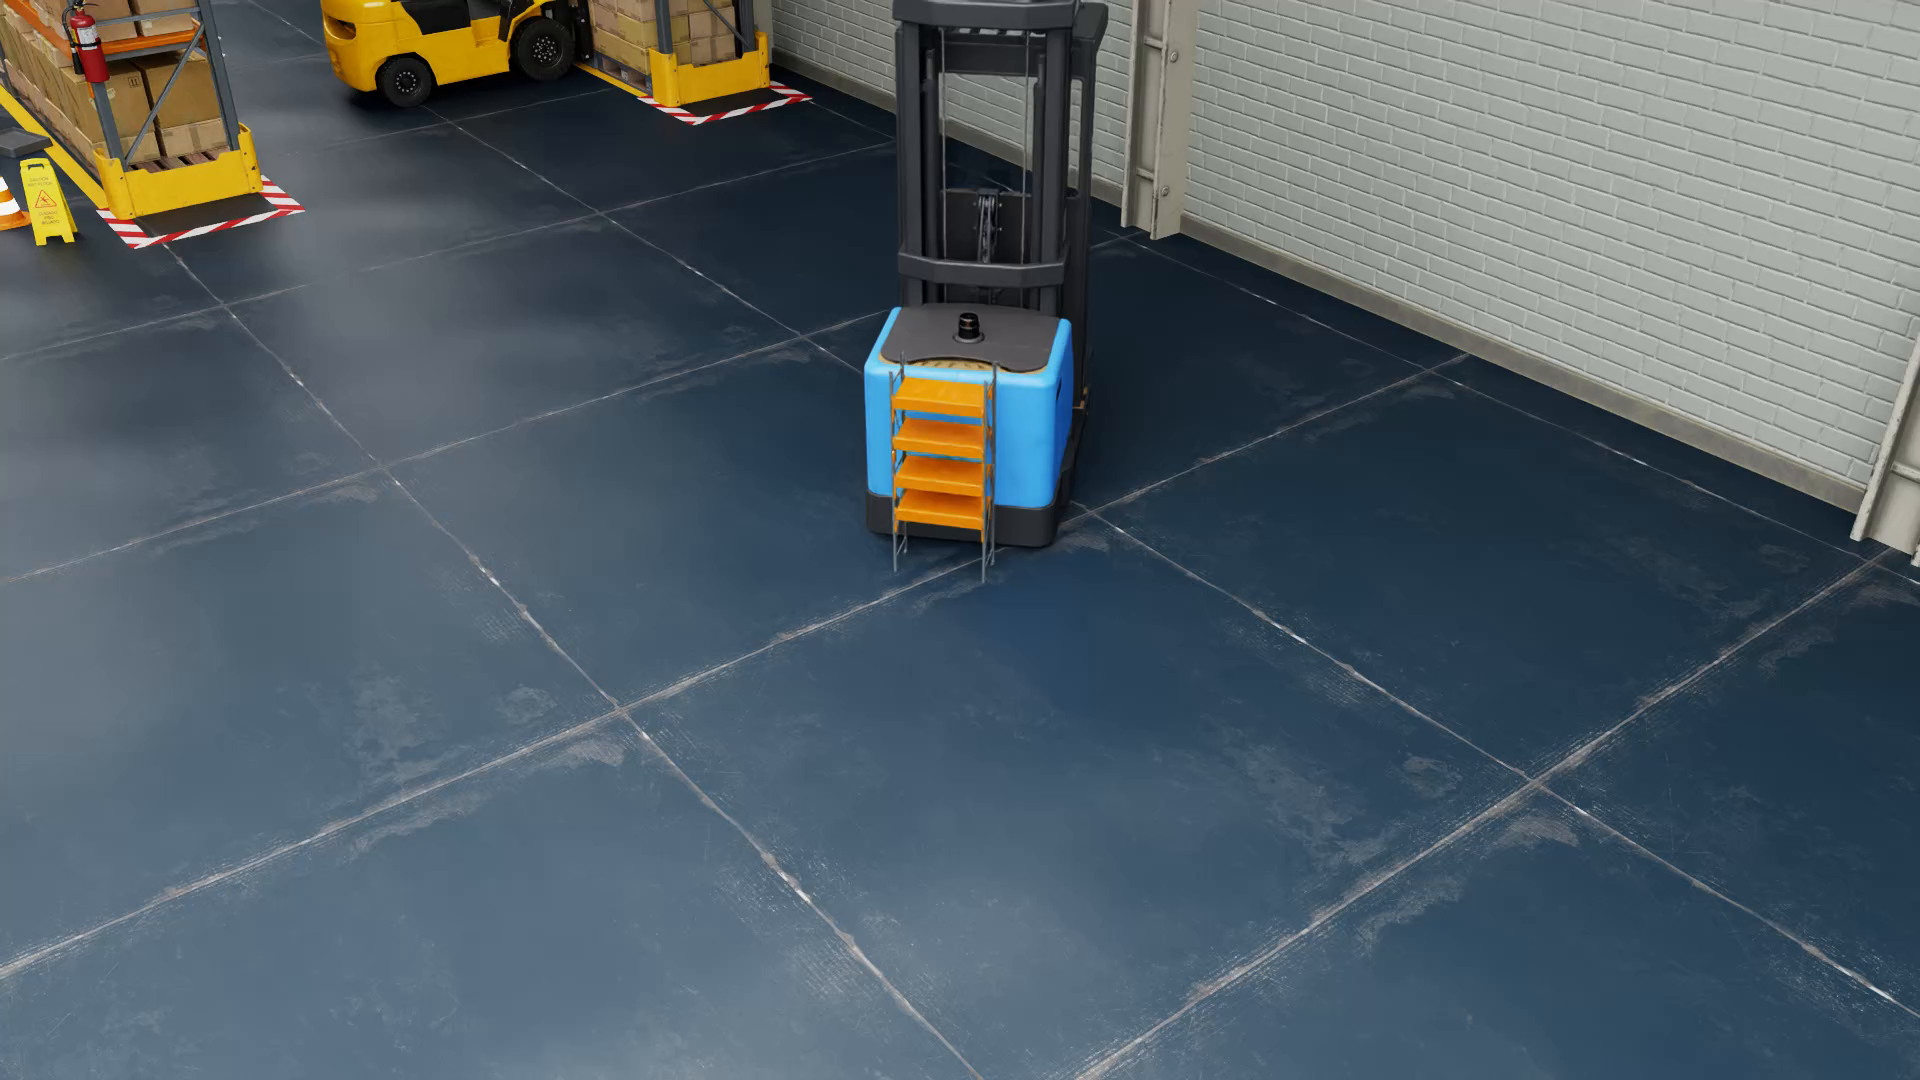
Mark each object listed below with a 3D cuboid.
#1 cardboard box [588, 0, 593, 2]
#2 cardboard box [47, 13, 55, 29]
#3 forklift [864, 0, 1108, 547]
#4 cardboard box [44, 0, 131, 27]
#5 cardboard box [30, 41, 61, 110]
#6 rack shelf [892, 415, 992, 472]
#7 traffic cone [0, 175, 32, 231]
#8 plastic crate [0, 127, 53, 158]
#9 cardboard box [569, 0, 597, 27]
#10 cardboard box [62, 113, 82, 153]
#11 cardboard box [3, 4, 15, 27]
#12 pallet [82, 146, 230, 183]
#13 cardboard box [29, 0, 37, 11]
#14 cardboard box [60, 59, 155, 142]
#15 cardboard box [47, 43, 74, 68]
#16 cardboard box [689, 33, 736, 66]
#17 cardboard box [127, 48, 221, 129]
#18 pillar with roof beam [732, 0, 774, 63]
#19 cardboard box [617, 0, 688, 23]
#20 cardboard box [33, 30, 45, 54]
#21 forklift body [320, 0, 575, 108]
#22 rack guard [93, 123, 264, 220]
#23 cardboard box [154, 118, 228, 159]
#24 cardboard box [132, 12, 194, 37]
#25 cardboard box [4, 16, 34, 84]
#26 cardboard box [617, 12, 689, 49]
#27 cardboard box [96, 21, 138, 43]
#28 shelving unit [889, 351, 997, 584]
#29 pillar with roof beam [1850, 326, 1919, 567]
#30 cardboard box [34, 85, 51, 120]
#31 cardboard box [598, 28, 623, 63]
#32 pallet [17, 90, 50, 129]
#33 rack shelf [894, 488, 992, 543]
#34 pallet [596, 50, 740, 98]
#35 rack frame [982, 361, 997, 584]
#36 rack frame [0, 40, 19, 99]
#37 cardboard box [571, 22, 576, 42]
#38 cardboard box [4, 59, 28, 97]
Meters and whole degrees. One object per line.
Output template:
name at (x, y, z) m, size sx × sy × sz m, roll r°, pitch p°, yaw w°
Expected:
cardboard box at (-3.605, -5.620, 16.716) m, size 0.500 × 0.250 × 0.500 m, roll -22°, pitch 38°, yaw -31°
cardboard box at (-7.141, -4.232, 13.459) m, size 0.380 × 0.149 × 0.250 m, roll -23°, pitch 39°, yaw -32°
forklift at (0.232, -1.972, 9.647) m, size 1.130 × 2.935 × 3.031 m, roll 5°, pitch 32°, yaw 8°
cardboard box at (-6.910, -4.374, 13.074) m, size 0.500 × 0.500 × 0.500 m, roll -23°, pitch 39°, yaw -32°
cardboard box at (-7.684, -4.076, 14.467) m, size 0.500 × 0.500 × 0.500 m, roll -23°, pitch 39°, yaw -32°
rack shelf at (-0.085, -0.500, 8.621) m, size 0.480 × 0.148 × 0.258 m, roll 7°, pitch 33°, yaw 11°
traffic cone at (-7.642, -2.753, 13.244) m, size 0.336 × 0.463 × 0.334 m, roll -22°, pitch 38°, yaw -31°
plastic crate at (-8.498, -3.576, 14.931) m, size 0.583 × 0.080 × 0.402 m, roll 18°, pitch 36°, yaw 27°
cardboard box at (-3.619, -5.421, 16.870) m, size 0.500 × 0.250 × 0.500 m, roll -23°, pitch 39°, yaw -32°
cardboard box at (-7.379, -3.547, 14.326) m, size 0.500 × 0.250 × 0.500 m, roll -22°, pitch 38°, yaw -31°
cardboard box at (-8.318, -4.722, 14.892) m, size 0.380 × 0.149 × 0.250 m, roll -21°, pitch 37°, yaw -30°
pallet at (-6.877, -3.266, 14.308) m, size 1.003 × 0.211 × 1.213 m, roll -22°, pitch 38°, yaw -31°
cardboard box at (-7.598, -4.559, 13.985) m, size 0.380 × 0.149 × 0.250 m, roll -23°, pitch 38°, yaw -32°
cardboard box at (-7.057, -3.647, 13.776) m, size 0.500 × 0.500 × 0.500 m, roll -22°, pitch 38°, yaw -31°
cardboard box at (-7.335, -4.054, 13.816) m, size 0.380 × 0.149 × 0.250 m, roll -21°, pitch 38°, yaw -30°
cardboard box at (-2.588, -4.954, 16.592) m, size 0.500 × 0.250 × 0.500 m, roll -22°, pitch 38°, yaw -31°
cardboard box at (-6.651, -3.833, 14.076) m, size 0.500 × 0.500 × 0.500 m, roll -24°, pitch 39°, yaw -33°
pillar with roof beam at (-5.557, -7.414, 12.657) m, size 9.100 × 9.000 × 0.400 m, roll -22°, pitch 38°, yaw -31°
cardboard box at (-2.970, -5.202, 16.043) m, size 0.500 × 0.250 × 0.500 m, roll -21°, pitch 37°, yaw -30°
cardboard box at (-7.647, -4.270, 14.165) m, size 0.380 × 0.149 × 0.250 m, roll -21°, pitch 37°, yaw -29°
forklift body at (-5.045, -5.516, 16.092) m, size 2.313 × 2.155 × 1.214 m, roll -22°, pitch 38°, yaw -31°
rack guard at (-6.406, -3.038, 13.668) m, size 1.175 × 0.500 × 0.348 m, roll -22°, pitch 38°, yaw -31°
cardboard box at (-6.636, -3.505, 14.258) m, size 0.500 × 0.250 × 0.500 m, roll -23°, pitch 38°, yaw -32°
cardboard box at (-6.405, -4.170, 13.360) m, size 0.380 × 0.149 × 0.250 m, roll -22°, pitch 38°, yaw -31°
cardboard box at (-8.327, -4.512, 15.169) m, size 0.500 × 0.500 × 0.500 m, roll -21°, pitch 37°, yaw -30°
cardboard box at (-2.987, -5.000, 16.192) m, size 0.500 × 0.250 × 0.500 m, roll -23°, pitch 38°, yaw -32°
cardboard box at (-6.758, -4.049, 13.164) m, size 0.380 × 0.149 × 0.250 m, roll -21°, pitch 37°, yaw -30°
shelving unit at (-0.085, -0.367, 8.704) m, size 0.503 × 1.200 × 0.258 m, roll 7°, pitch 33°, yaw 11°
pillar with roof beam at (1.802, -2.412, 4.605) m, size 9.100 × 9.000 × 0.400 m, roll -22°, pitch 38°, yaw -31°
cardboard box at (-8.000, -3.974, 15.013) m, size 0.500 × 0.250 × 0.500 m, roll -23°, pitch 38°, yaw -32°
cardboard box at (-3.276, -4.990, 16.650) m, size 0.500 × 0.250 × 0.500 m, roll -22°, pitch 38°, yaw -31°
pallet at (-8.373, -4.283, 15.945) m, size 1.003 × 0.211 × 1.213 m, roll -22°, pitch 38°, yaw -31°
rack shelf at (-0.085, -0.141, 8.844) m, size 0.480 × 0.148 × 0.258 m, roll 7°, pitch 33°, yaw 11°
pallet at (-2.943, -4.797, 16.773) m, size 1.003 × 0.211 × 1.213 m, roll -22°, pitch 38°, yaw -31°
rack frame at (0.152, -0.338, 8.657) m, size 0.015 × 1.200 × 0.240 m, roll 7°, pitch 33°, yaw 11°
rack frame at (-8.813, -5.736, 15.642) m, size 1.000 × 3.000 × 0.127 m, roll -22°, pitch 38°, yaw -31°
cardboard box at (-3.912, -5.411, 17.327) m, size 0.500 × 0.250 × 0.500 m, roll -21°, pitch 38°, yaw -30°
cardboard box at (-8.664, -4.413, 15.720) m, size 0.500 × 0.250 × 0.500 m, roll -24°, pitch 39°, yaw -33°
